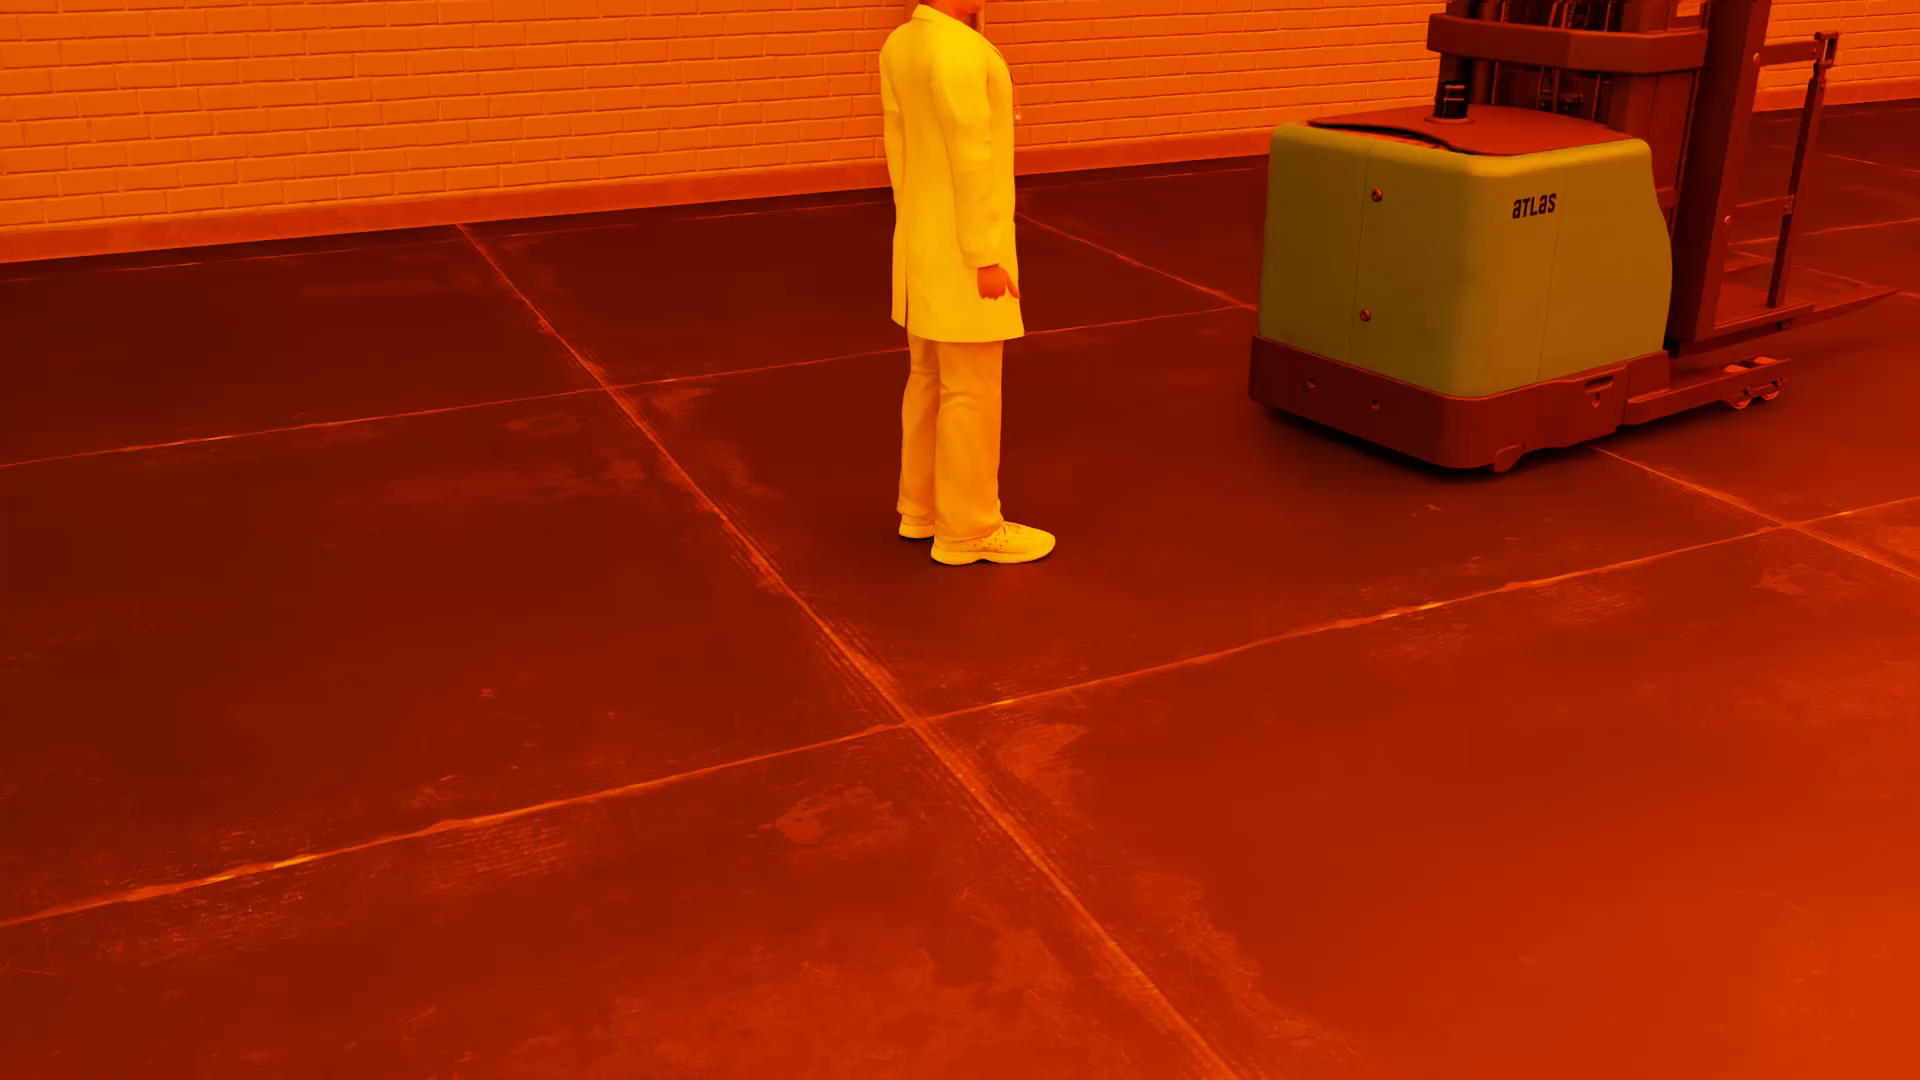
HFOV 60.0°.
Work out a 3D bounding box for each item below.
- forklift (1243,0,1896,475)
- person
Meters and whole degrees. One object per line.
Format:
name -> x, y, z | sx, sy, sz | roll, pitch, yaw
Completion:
forklift -> 2.562, -1.995, 6.088 | 3.031, 2.935, 1.130 | -15, 27, -32
person -> 0.013, -0.829, 4.781 | 0.389, 1.782, 0.551 | -10, 25, -23
